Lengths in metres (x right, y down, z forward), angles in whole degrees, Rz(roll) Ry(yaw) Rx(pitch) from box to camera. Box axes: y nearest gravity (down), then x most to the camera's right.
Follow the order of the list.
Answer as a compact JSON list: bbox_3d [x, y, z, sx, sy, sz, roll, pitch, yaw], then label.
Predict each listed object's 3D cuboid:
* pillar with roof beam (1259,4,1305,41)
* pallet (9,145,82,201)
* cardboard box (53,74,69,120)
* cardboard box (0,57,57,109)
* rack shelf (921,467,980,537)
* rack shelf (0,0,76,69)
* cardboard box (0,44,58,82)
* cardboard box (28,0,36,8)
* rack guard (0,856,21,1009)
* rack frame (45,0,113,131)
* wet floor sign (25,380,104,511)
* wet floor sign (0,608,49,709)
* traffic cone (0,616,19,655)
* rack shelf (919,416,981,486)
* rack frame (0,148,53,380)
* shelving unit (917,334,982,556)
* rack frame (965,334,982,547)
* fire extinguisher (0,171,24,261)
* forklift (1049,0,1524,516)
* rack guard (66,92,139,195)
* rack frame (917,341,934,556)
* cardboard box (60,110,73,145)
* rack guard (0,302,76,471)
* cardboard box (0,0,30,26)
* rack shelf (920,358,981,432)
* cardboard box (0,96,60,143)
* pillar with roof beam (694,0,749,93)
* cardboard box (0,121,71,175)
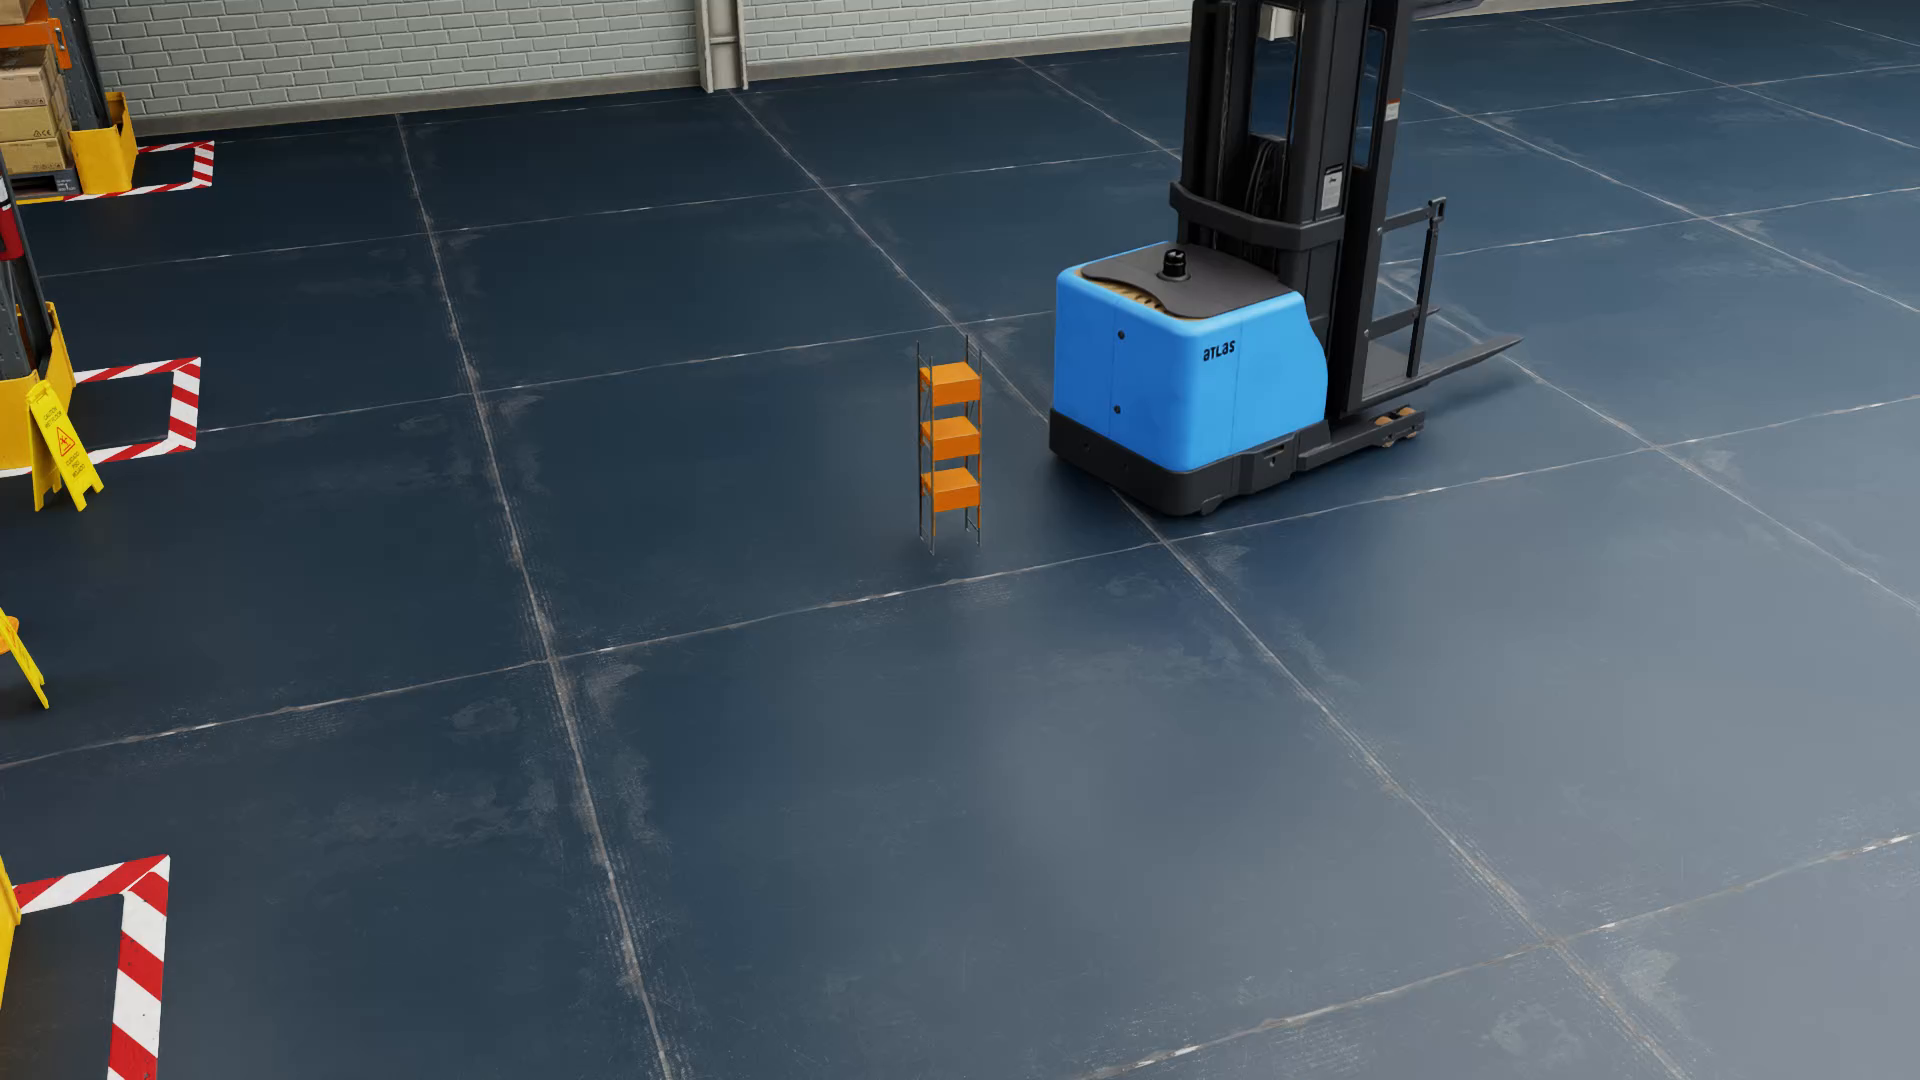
[{"bbox_3d":[4.883,-7.259,11.900,0.400,9.000,9.100,-10,31,-18],"label":"pillar with roof beam"},{"bbox_3d":[-7.600,-2.917,13.157,1.213,0.211,1.003,-10,31,-18],"label":"pallet"},{"bbox_3d":[-7.411,-3.500,13.212,0.500,0.250,0.500,-10,31,-17],"label":"cardboard box"},{"bbox_3d":[-7.221,-3.478,12.668,0.500,0.250,0.500,-9,31,-16],"label":"cardboard box"},{"bbox_3d":[-0.050,-0.196,8.117,0.240,0.259,0.215,-10,31,-18],"label":"rack shelf"},{"bbox_3d":[-8.773,-3.622,12.304,4.000,0.370,1.077,-10,31,-18],"label":"rack shelf"},{"bbox_3d":[-7.415,-3.707,13.070,0.500,0.250,0.500,-11,31,-18],"label":"cardboard box"},{"bbox_3d":[-7.459,-4.367,12.783,0.500,0.500,0.500,-9,31,-16],"label":"cardboard box"},{"bbox_3d":[-3.321,1.383,5.317,0.348,0.500,1.175,-10,31,-18],"label":"rack guard"},{"bbox_3d":[-6.898,-4.280,12.732,0.127,3.000,1.000,-10,31,-18],"label":"rack frame"},{"bbox_3d":[-4.613,-0.491,8.460,0.232,0.644,0.267,0,30,0],"label":"wet floor sign"},{"bbox_3d":[-4.007,0.401,6.895,0.232,0.644,0.267,-16,33,-26],"label":"wet floor sign"},{"bbox_3d":[-4.411,0.254,7.337,0.334,0.463,0.336,-10,31,-18],"label":"traffic cone"},{"bbox_3d":[-0.050,-0.438,7.979,0.240,0.259,0.215,-10,31,-18],"label":"rack shelf"},{"bbox_3d":[-5.164,-1.978,8.691,0.127,3.000,1.000,-10,31,-18],"label":"rack frame"},{"bbox_3d":[-0.050,-0.447,7.974,0.252,1.050,0.215,-10,31,-18],"label":"shelving unit"},{"bbox_3d":[0.064,-0.468,8.011,0.008,1.050,0.200,-10,31,-18],"label":"rack frame"},{"bbox_3d":[-4.896,-1.750,8.370,0.183,0.674,0.296,-10,31,-18],"label":"fire extinguisher"},{"bbox_3d":[1.961,-1.970,8.748,3.031,2.935,1.130,-21,36,-32],"label":"forklift"},{"bbox_3d":[-6.876,-3.198,13.358,0.348,0.500,1.175,-10,31,-18],"label":"rack guard"},{"bbox_3d":[-0.164,-0.426,7.937,0.008,1.050,0.200,-10,31,-18],"label":"rack frame"},{"bbox_3d":[-7.427,-3.274,13.319,0.500,0.250,0.500,-10,31,-17],"label":"cardboard box"},{"bbox_3d":[-5.235,-0.878,9.287,0.348,0.500,1.175,-10,31,-18],"label":"rack guard"},{"bbox_3d":[-7.268,-4.117,12.344,0.500,0.500,0.500,-11,32,-19],"label":"cardboard box"},{"bbox_3d":[-0.050,-0.684,7.839,0.240,0.259,0.215,-10,31,-18],"label":"rack shelf"},{"bbox_3d":[-7.245,-3.256,12.783,0.500,0.250,0.500,-11,31,-18],"label":"cardboard box"},{"bbox_3d":[-0.741,-6.223,10.082,0.400,9.000,9.100,-10,31,-18],"label":"pillar with roof beam"},{"bbox_3d":[-7.229,-3.040,12.909,0.500,0.250,0.500,-10,31,-17],"label":"cardboard box"}]
